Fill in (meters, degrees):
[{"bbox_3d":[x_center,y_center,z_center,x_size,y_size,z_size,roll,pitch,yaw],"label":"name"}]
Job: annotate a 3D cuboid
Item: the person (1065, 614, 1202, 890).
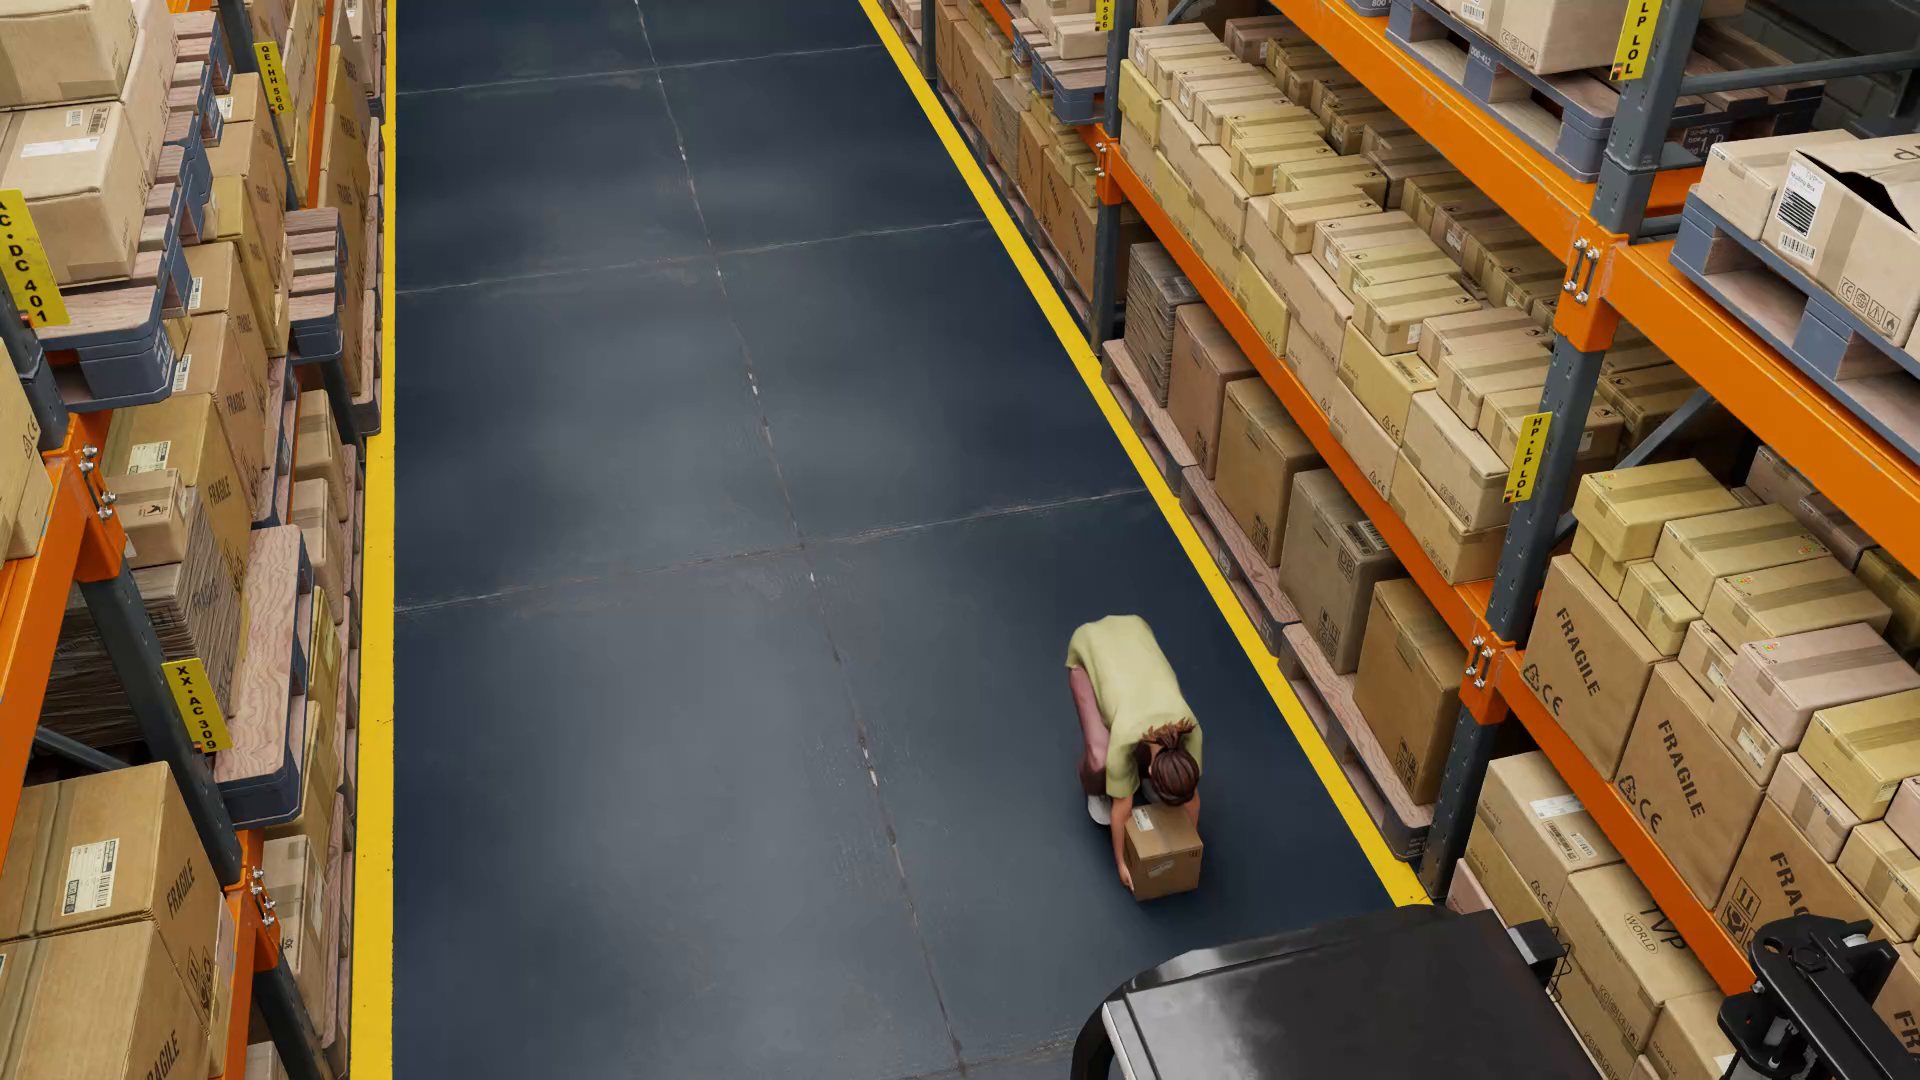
[{"bbox_3d":[0.694,0.817,6.449,0.468,0.758,0.860,-11,40,-13],"label":"person"}]
